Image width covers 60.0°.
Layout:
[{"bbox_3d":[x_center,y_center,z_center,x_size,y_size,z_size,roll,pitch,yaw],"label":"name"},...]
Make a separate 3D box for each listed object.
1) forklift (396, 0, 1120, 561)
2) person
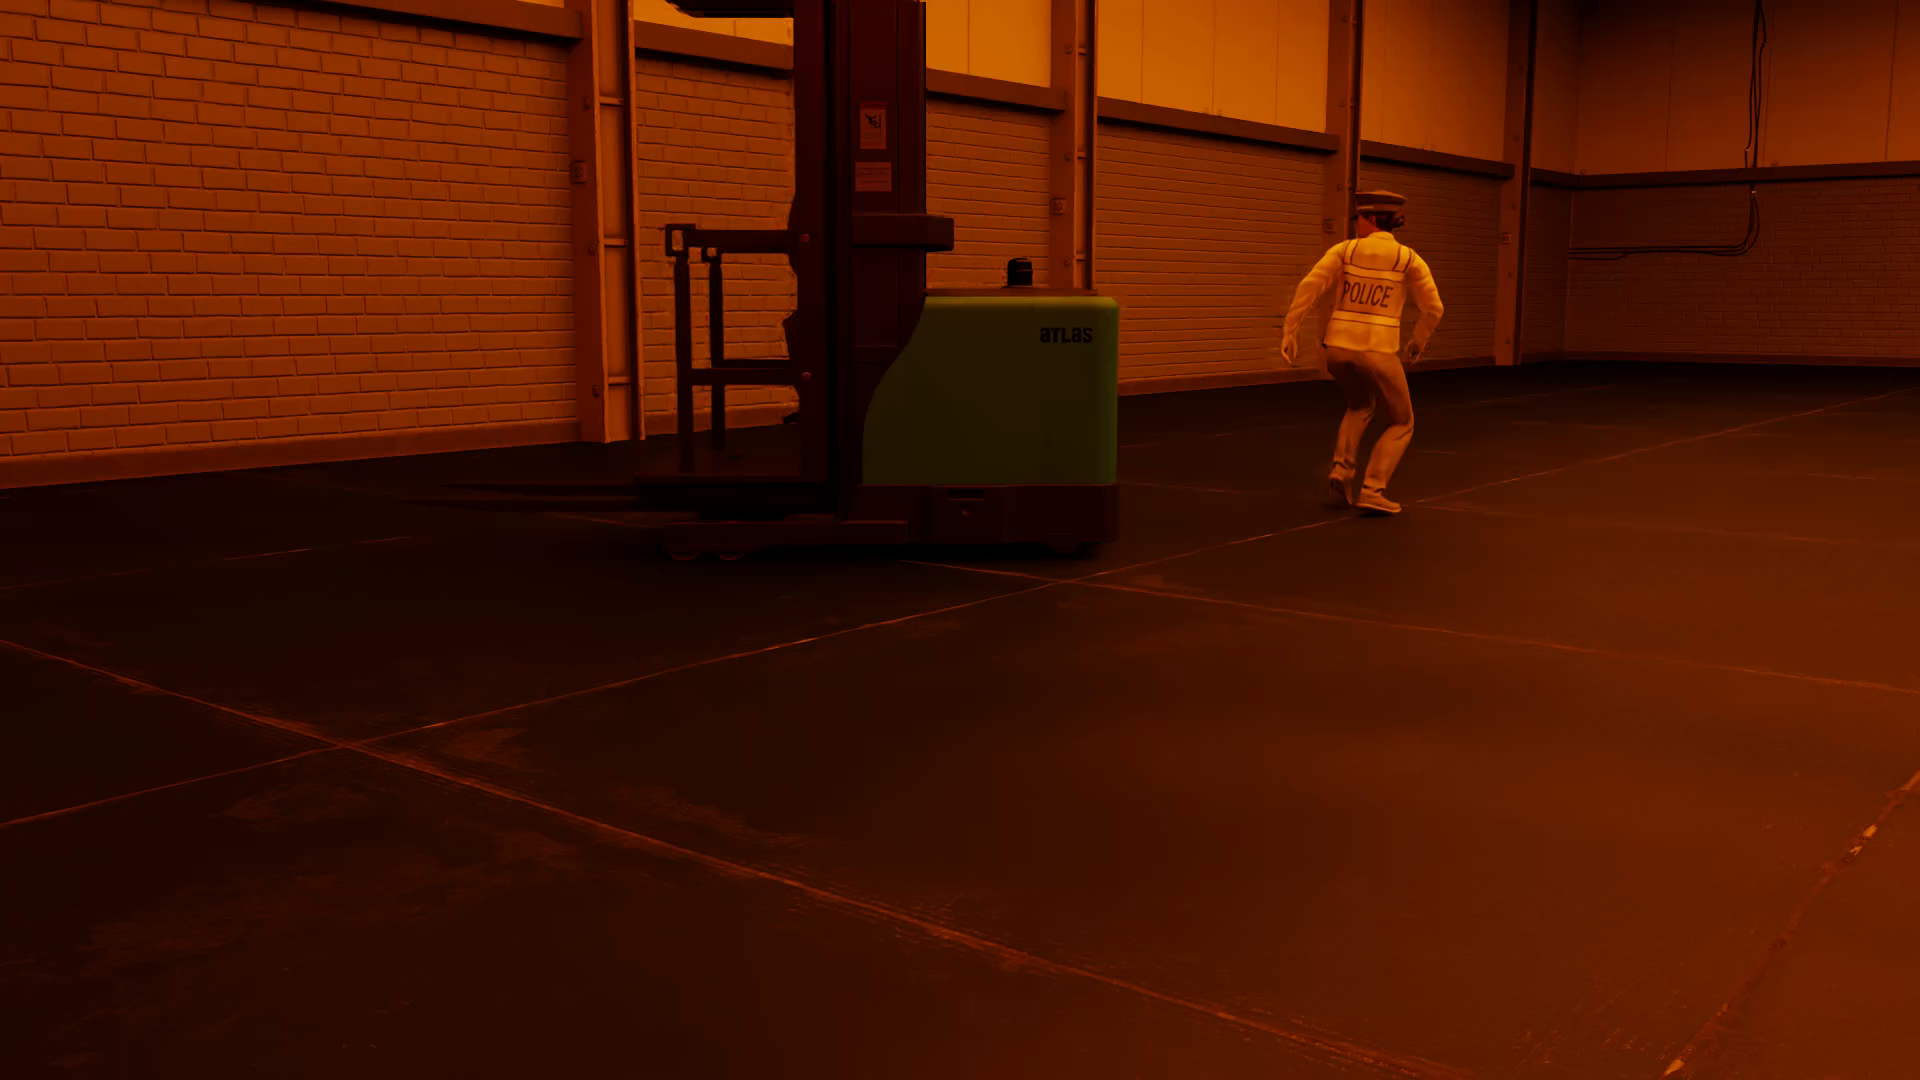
[{"bbox_3d":[-0.857,-1.442,7.135,3.031,2.935,1.130,0,8,-1],"label":"forklift"},{"bbox_3d":[2.023,-0.916,8.258,0.654,1.613,0.671,6,11,37],"label":"person"}]
